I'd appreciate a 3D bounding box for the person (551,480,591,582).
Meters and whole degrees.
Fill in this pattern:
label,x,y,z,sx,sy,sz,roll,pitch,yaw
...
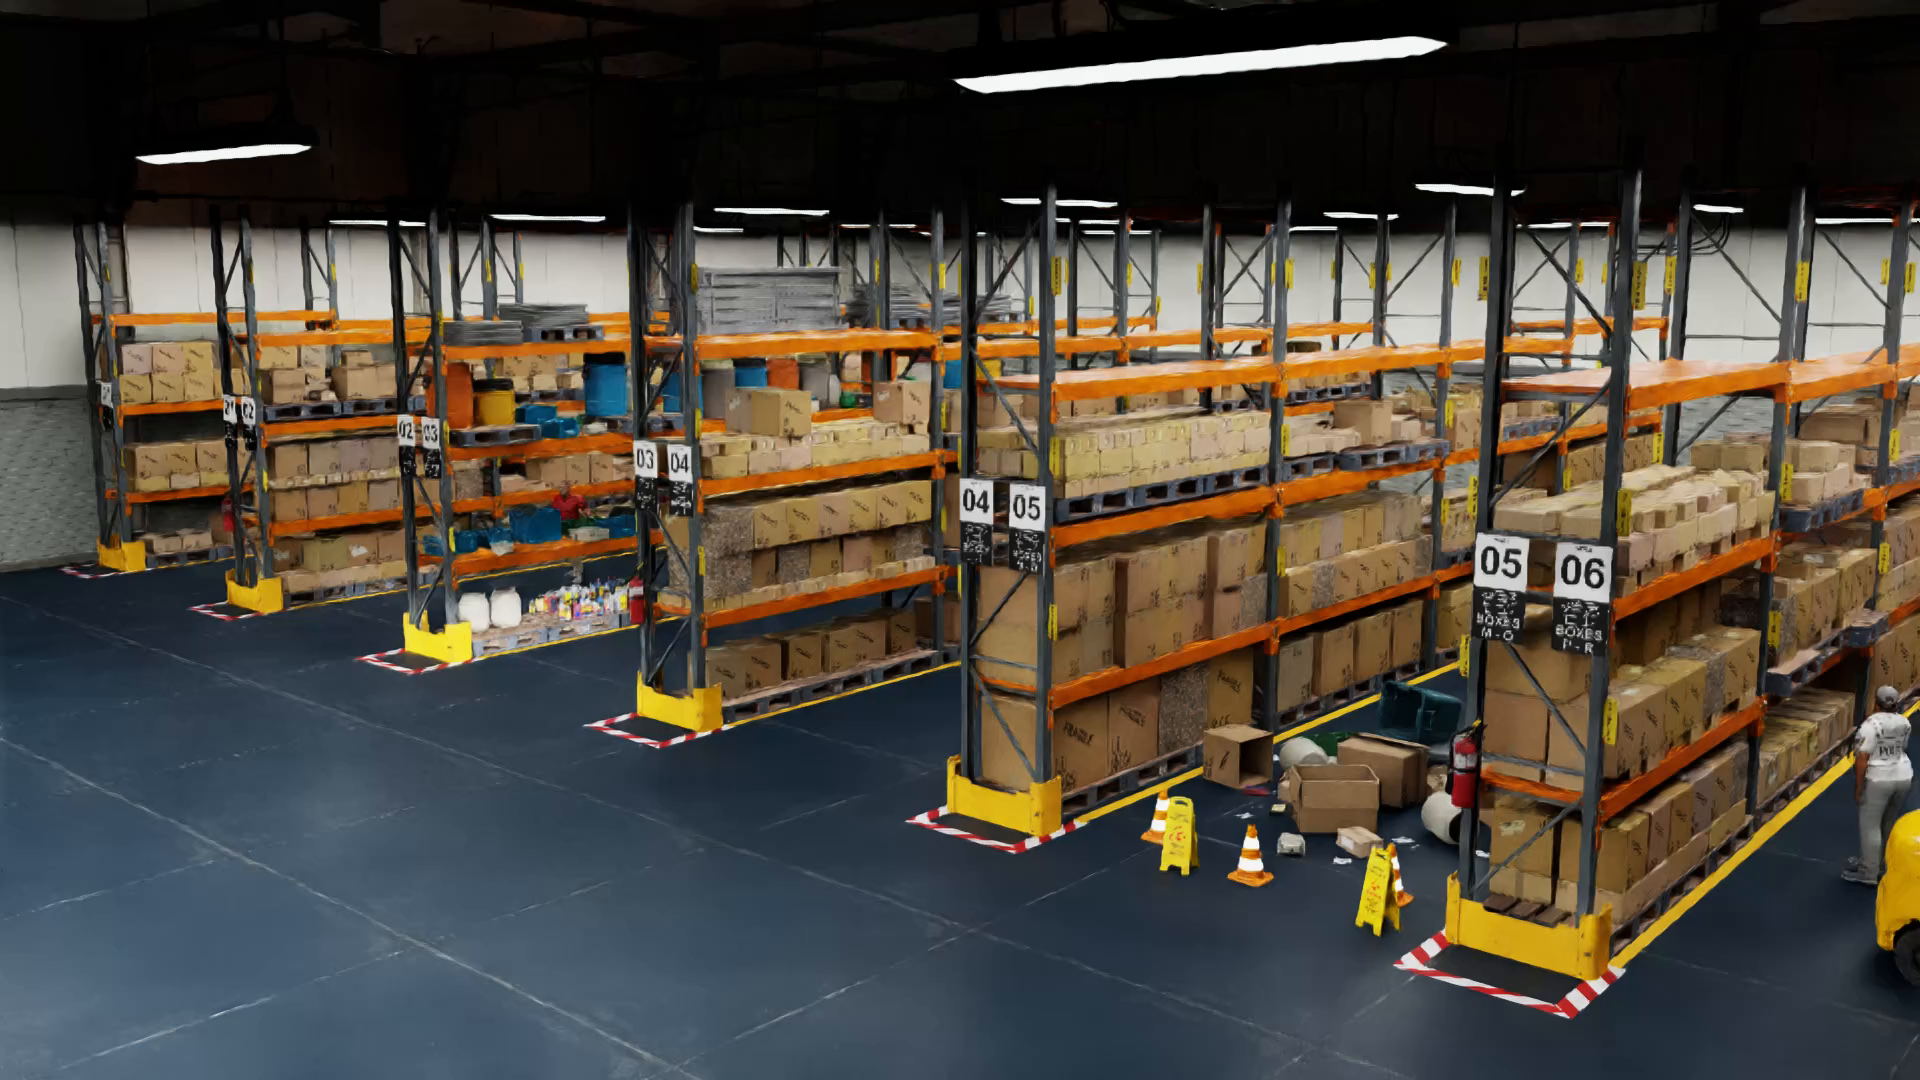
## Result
label,x,y,z,sx,sy,sz,roll,pitch,yaw
person,-6.356,-0.179,27.262,0.691,1.658,0.860,4,10,24

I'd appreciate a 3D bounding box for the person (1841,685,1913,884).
label,x,y,z,sx,sy,sz,roll,pitch,yaw
person,7.709,2.035,14.012,0.523,1.667,0.477,-3,10,-17
